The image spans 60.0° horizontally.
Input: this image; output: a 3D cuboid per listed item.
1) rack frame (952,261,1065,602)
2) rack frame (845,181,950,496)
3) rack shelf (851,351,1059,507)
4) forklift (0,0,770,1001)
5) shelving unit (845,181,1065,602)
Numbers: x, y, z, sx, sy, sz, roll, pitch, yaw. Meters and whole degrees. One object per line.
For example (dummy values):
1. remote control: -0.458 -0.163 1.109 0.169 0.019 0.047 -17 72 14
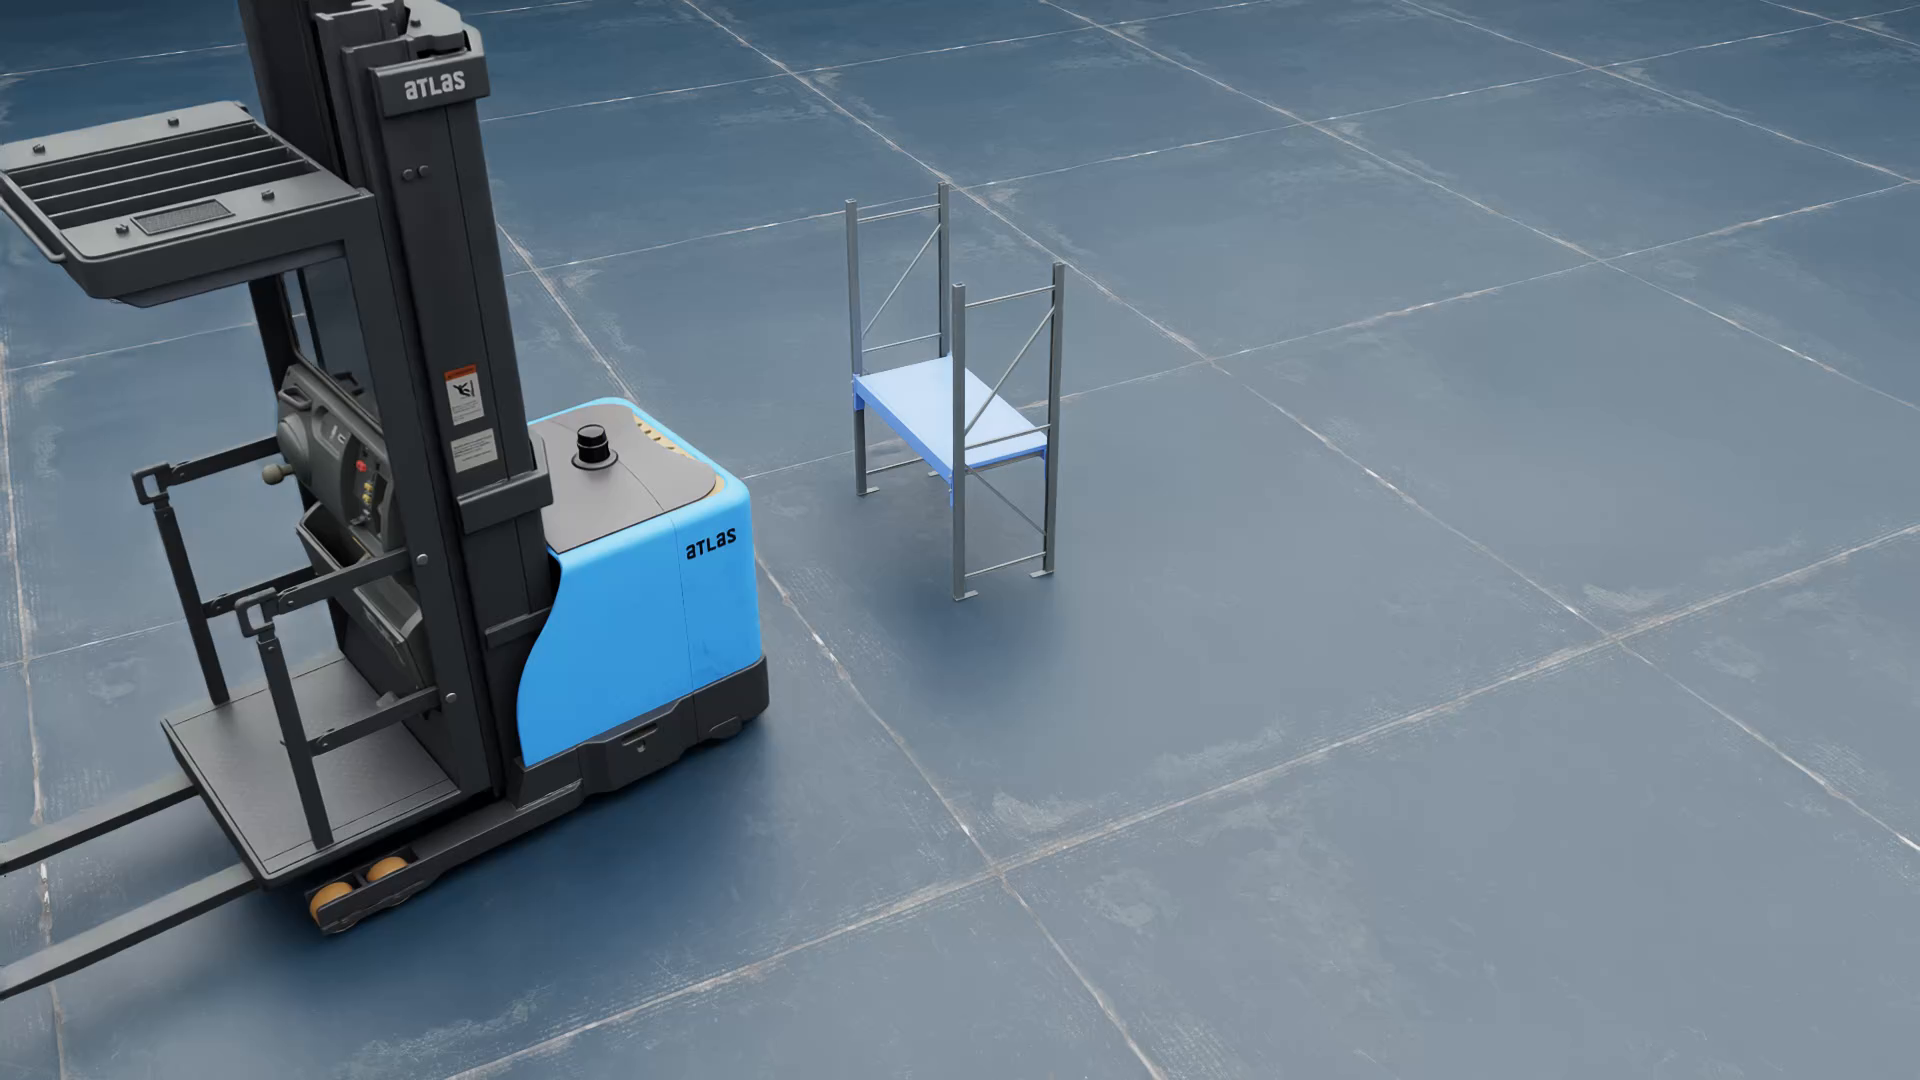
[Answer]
1. rack frame: 0.197 -0.430 7.030 0.500 1.500 0.032 -16 36 -23
2. rack frame: -0.277 -0.915 7.788 0.500 1.500 0.032 -16 36 -23
3. rack shelf: -0.040 -0.521 7.506 0.538 0.185 1.000 -16 36 -23
4. forklift: -2.217 -0.221 5.378 3.031 2.935 1.130 -24 40 -32
5. shelving unit: -0.040 -0.672 7.409 0.538 1.500 1.048 -16 36 -23
